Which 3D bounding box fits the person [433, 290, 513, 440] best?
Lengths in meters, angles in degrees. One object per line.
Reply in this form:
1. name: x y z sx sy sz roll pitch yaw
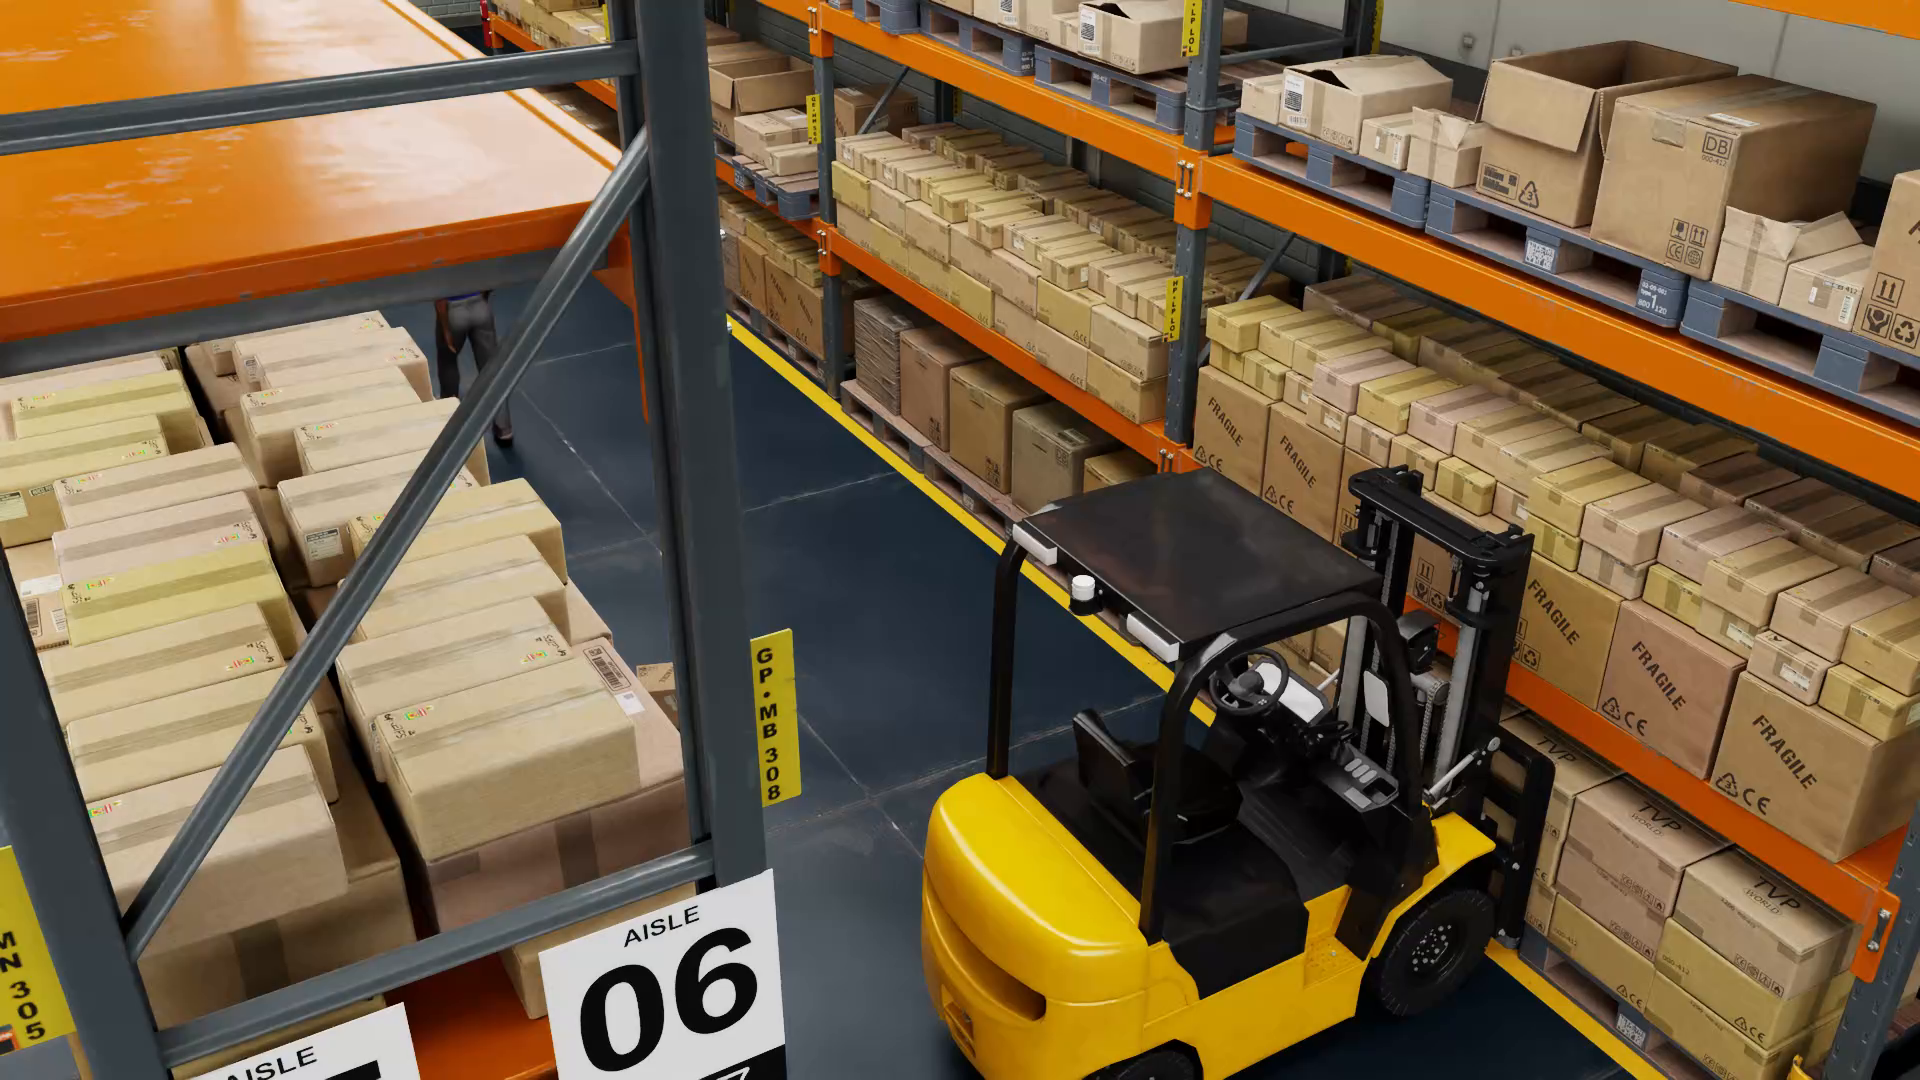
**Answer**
1. person: -3.379 -1.537 11.293 0.456 1.601 0.946 -18 34 -29
